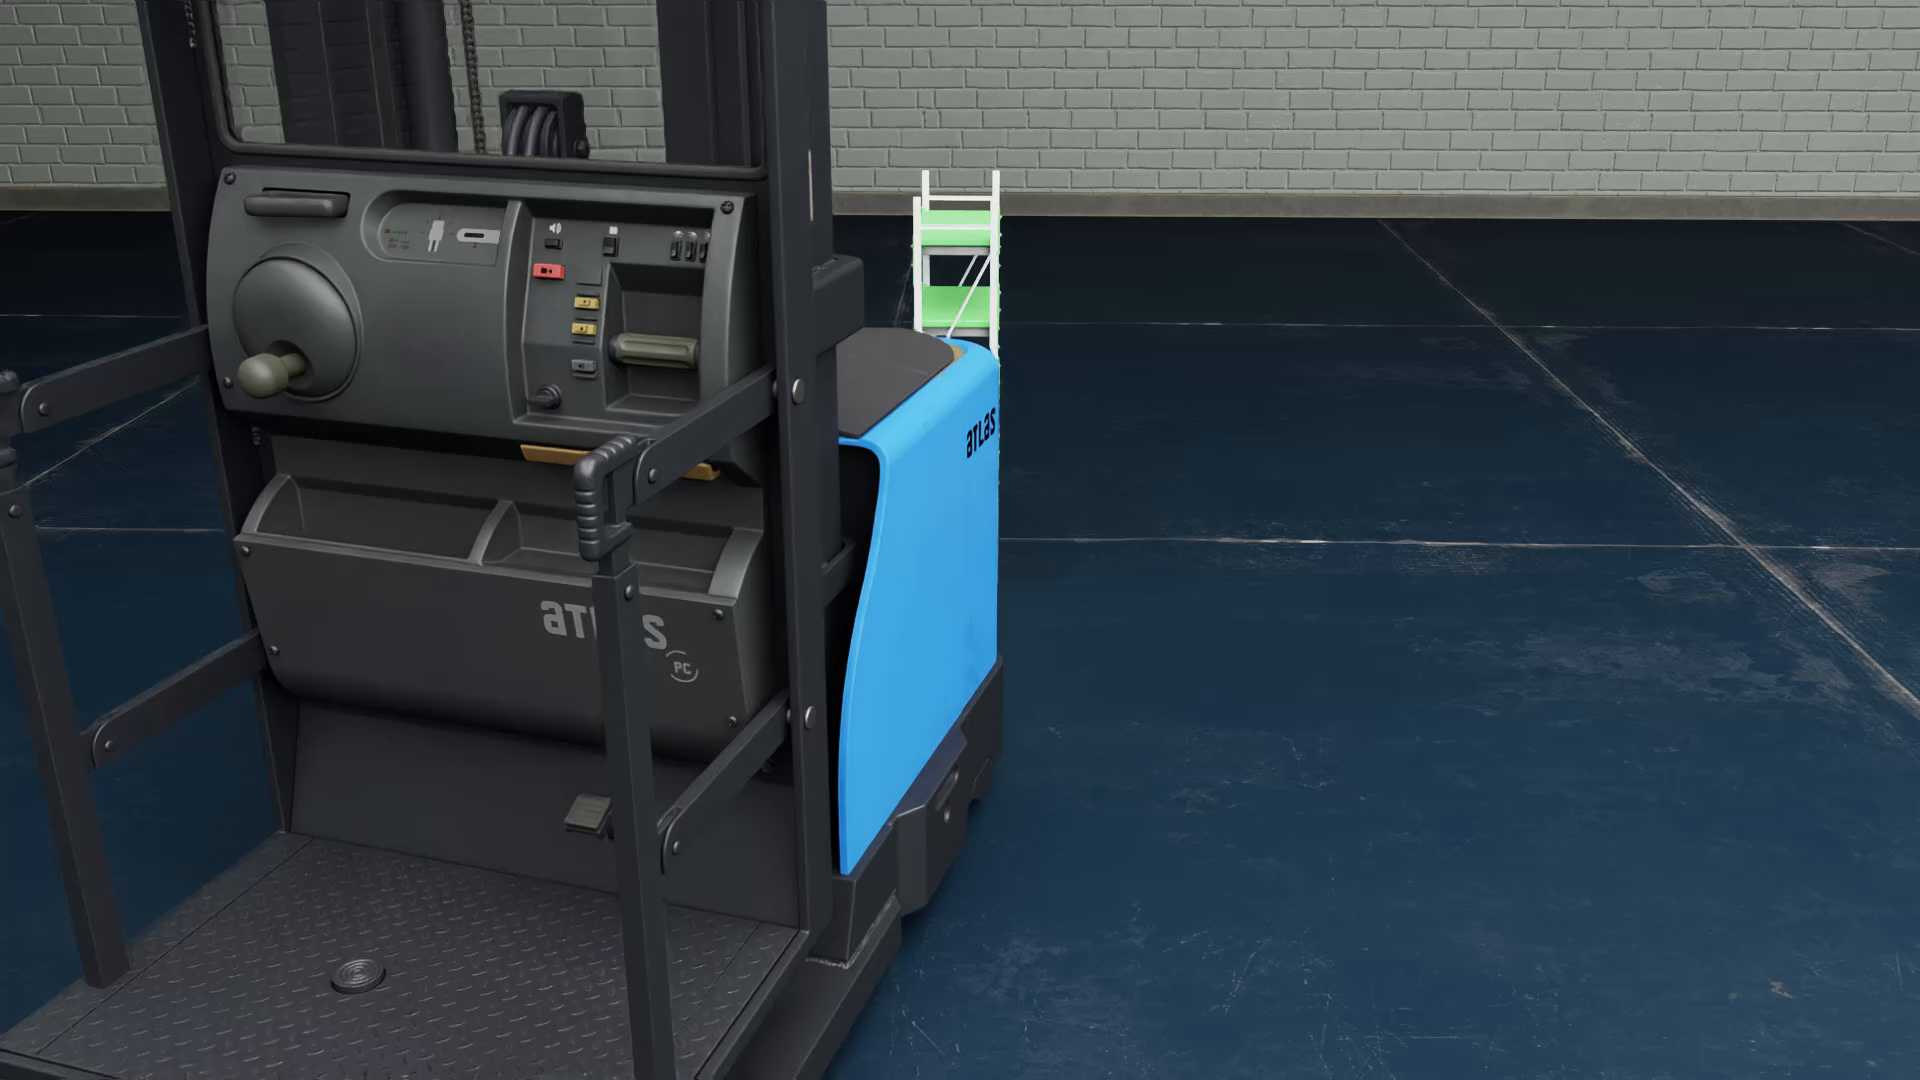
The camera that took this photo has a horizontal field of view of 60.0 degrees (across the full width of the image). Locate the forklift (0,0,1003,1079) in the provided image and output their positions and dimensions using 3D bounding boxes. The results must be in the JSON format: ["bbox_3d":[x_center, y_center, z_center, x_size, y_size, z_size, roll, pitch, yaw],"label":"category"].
[{"bbox_3d":[-0.831,-0.356,2.395,1.130,2.935,3.031,7,22,16],"label":"forklift"}]

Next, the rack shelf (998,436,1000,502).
[{"bbox_3d":[-0.005,-0.216,5.268,0.258,0.148,0.480,1,21,2],"label":"rack shelf"}]

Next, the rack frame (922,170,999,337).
[{"bbox_3d":[0.002,-0.588,5.385,0.240,1.200,0.015,1,21,2],"label":"rack frame"}]

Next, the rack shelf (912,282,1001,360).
[{"bbox_3d":[-0.005,-0.664,5.094,0.258,0.148,0.480,1,21,2],"label":"rack shelf"}]

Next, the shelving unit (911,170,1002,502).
[{"bbox_3d":[-0.005,-0.500,5.158,0.258,1.200,0.503,1,21,2],"label":"shelving unit"}]

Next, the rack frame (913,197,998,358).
[{"bbox_3d":[-0.012,-0.411,4.930,0.240,1.200,0.015,1,21,2],"label":"rack frame"}]

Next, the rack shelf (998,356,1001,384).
[{"bbox_3d":[-0.005,-0.440,5.181,0.258,0.148,0.480,1,21,2],"label":"rack shelf"}]

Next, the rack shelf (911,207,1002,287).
[{"bbox_3d":[-0.005,-0.887,5.007,0.258,0.148,0.480,1,21,2],"label":"rack shelf"}]
